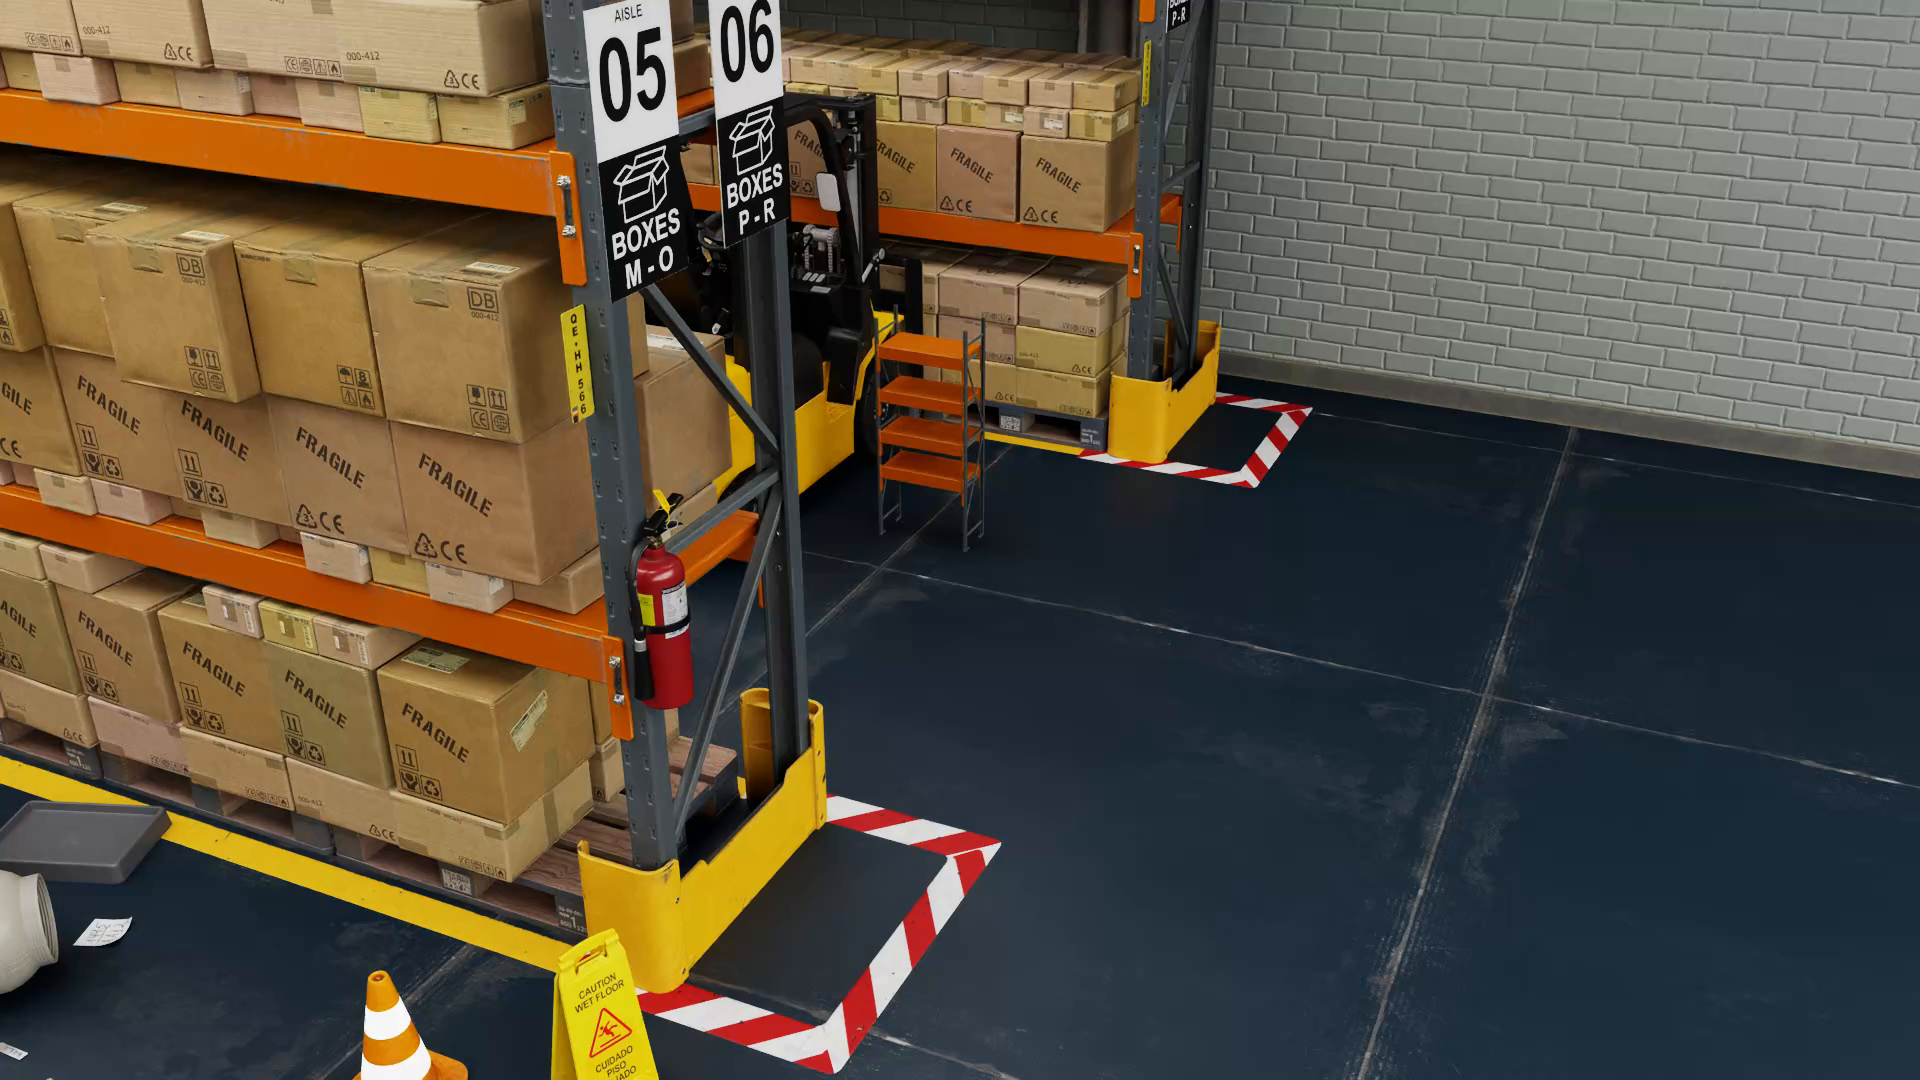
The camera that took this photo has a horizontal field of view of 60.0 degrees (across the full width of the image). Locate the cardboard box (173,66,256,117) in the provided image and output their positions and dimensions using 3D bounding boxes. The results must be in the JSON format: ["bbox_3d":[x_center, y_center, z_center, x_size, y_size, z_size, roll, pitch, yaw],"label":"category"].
[{"bbox_3d":[-2.187,-1.433,5.152,0.250,0.149,0.380,11,28,21],"label":"cardboard box"}]

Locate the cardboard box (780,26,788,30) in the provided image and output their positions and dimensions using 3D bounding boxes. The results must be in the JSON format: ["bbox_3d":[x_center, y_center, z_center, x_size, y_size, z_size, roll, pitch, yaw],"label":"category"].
[{"bbox_3d":[-1.292,-3.187,10.642,0.250,0.149,0.380,11,28,21],"label":"cardboard box"}]

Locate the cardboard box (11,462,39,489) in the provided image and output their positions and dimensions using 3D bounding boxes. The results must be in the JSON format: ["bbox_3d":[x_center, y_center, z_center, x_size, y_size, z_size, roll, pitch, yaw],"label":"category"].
[{"bbox_3d":[-3.344,-0.328,6.304,0.250,0.149,0.380,11,28,22],"label":"cardboard box"}]

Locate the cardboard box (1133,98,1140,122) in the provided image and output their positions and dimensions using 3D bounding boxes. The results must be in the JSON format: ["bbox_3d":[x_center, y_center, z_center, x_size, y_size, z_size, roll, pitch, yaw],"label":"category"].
[{"bbox_3d":[1.021,-2.551,9.688,0.250,0.149,0.380,11,28,21],"label":"cardboard box"}]

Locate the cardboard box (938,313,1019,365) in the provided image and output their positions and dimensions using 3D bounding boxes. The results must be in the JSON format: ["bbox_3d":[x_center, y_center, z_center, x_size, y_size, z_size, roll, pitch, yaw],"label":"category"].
[{"bbox_3d":[0.198,-1.287,10.041,0.500,0.250,0.500,11,28,21],"label":"cardboard box"}]

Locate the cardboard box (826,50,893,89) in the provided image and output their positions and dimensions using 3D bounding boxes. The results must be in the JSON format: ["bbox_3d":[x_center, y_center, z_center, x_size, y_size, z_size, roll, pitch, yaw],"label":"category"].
[{"bbox_3d":[-0.590,-2.777,9.811,0.250,0.149,0.380,12,29,23],"label":"cardboard box"}]

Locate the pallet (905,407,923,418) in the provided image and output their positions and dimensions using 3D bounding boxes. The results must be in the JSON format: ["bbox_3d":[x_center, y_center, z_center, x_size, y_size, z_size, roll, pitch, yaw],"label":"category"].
[{"bbox_3d":[-0.598,-1.145,10.836,1.213,0.211,1.003,11,28,22],"label":"pallet"}]

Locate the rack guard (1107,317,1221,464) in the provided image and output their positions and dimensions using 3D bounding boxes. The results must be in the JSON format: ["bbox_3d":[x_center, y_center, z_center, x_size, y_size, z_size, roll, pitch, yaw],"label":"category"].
[{"bbox_3d":[1.244,-0.923,10.059,0.348,0.500,1.175,11,28,22],"label":"rack guard"}]

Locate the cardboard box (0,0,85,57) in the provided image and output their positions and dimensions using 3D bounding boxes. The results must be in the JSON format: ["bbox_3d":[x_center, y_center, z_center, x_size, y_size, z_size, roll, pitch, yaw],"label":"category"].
[{"bbox_3d":[-2.799,-1.726,5.298,0.500,0.250,0.500,12,29,22],"label":"cardboard box"}]

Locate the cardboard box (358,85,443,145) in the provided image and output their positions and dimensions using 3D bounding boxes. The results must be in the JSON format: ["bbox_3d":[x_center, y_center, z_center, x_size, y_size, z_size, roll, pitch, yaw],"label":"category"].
[{"bbox_3d":[-1.510,-1.271,4.823,0.250,0.149,0.380,12,28,22],"label":"cardboard box"}]

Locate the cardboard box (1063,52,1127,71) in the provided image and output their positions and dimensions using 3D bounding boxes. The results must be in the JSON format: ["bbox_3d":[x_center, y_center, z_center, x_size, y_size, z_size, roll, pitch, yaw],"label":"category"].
[{"bbox_3d":[0.789,-2.739,9.734,0.250,0.149,0.380,12,29,24],"label":"cardboard box"}]

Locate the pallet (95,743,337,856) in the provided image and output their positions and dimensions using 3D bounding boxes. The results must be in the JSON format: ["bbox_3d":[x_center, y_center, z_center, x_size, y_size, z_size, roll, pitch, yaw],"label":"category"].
[{"bbox_3d":[-2.730,0.798,6.890,1.213,0.211,1.003,11,28,22],"label":"pallet"}]

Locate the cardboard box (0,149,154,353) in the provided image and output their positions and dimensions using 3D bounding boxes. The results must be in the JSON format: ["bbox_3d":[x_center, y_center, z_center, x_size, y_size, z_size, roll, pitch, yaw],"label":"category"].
[{"bbox_3d":[-3.258,-1.038,5.881,0.500,0.500,0.700,11,28,21],"label":"cardboard box"}]

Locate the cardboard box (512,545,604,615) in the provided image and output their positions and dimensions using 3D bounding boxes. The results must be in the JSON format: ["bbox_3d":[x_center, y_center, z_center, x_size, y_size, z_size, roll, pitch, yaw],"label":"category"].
[{"bbox_3d":[-1.258,0.078,5.480,0.250,0.149,0.380,12,29,24],"label":"cardboard box"}]

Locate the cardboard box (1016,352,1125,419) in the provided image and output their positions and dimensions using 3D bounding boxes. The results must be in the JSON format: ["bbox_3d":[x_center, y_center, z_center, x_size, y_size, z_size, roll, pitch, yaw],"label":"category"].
[{"bbox_3d":[0.664,-0.963,9.947,0.500,0.250,0.500,12,28,22],"label":"cardboard box"}]

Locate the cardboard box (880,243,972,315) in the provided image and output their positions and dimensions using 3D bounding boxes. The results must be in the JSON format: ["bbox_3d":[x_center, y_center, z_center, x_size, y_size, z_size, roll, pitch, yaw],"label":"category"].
[{"bbox_3d":[-0.257,-1.590,10.090,0.500,0.250,0.500,12,29,22],"label":"cardboard box"}]

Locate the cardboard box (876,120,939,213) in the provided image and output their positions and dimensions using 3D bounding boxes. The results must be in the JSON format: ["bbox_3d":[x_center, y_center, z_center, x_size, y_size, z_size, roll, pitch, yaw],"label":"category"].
[{"bbox_3d":[-0.270,-2.270,9.852,0.500,0.500,0.500,11,28,21],"label":"cardboard box"}]

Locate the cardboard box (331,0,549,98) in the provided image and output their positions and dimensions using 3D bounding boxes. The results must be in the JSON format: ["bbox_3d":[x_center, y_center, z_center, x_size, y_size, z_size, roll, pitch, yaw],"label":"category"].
[{"bbox_3d":[-1.406,-1.450,4.736,0.500,0.250,0.500,11,28,21],"label":"cardboard box"}]

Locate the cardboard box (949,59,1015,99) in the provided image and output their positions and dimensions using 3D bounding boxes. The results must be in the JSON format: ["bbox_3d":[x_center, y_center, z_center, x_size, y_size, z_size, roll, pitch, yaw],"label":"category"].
[{"bbox_3d":[0.126,-2.644,9.540,0.250,0.149,0.380,12,28,22],"label":"cardboard box"}]

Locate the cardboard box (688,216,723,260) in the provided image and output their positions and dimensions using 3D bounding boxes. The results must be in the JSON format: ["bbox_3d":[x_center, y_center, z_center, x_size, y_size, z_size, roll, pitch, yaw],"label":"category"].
[{"bbox_3d":[-1.647,-1.872,10.661,0.500,0.250,0.500,11,28,22],"label":"cardboard box"}]

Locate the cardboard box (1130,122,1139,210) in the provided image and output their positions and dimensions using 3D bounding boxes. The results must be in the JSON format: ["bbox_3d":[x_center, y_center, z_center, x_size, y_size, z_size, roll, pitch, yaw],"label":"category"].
[{"bbox_3d":[0.886,-2.296,9.905,0.500,0.500,0.500,12,29,23],"label":"cardboard box"}]

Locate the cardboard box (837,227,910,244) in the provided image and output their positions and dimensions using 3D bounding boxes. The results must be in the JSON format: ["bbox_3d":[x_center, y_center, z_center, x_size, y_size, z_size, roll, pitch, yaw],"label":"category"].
[{"bbox_3d":[-0.508,-1.899,10.716,0.500,0.250,0.500,11,28,21],"label":"cardboard box"}]

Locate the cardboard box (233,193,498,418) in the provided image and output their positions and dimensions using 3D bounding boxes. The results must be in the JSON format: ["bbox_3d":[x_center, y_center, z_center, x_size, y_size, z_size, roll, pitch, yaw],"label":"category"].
[{"bbox_3d":[-1.842,-0.781,5.358,0.500,0.500,0.700,12,29,22],"label":"cardboard box"}]

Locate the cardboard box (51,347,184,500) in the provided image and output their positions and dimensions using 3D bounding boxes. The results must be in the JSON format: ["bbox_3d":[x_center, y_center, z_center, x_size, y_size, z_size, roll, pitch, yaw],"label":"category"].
[{"bbox_3d":[-2.799,-0.506,5.932,0.500,0.500,0.500,12,29,22],"label":"cardboard box"}]

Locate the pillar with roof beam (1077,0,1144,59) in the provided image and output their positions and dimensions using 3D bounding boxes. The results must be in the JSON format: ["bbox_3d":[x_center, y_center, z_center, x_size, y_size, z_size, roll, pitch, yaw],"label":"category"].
[{"bbox_3d":[-0.821,-3.499,5.670,0.400,9.000,9.100,11,28,22],"label":"pillar with roof beam"}]

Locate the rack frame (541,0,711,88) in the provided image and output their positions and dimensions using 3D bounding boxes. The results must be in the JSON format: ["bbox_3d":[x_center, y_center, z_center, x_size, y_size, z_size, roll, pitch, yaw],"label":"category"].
[{"bbox_3d":[-0.829,-2.744,4.136,0.127,3.000,1.000,11,28,22],"label":"rack frame"}]

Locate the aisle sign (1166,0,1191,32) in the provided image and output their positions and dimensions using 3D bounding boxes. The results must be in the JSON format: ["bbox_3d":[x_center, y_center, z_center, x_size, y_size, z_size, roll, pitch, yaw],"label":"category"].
[{"bbox_3d":[1.160,-3.085,8.677,0.004,0.787,0.394,11,28,22],"label":"aisle sign"}]

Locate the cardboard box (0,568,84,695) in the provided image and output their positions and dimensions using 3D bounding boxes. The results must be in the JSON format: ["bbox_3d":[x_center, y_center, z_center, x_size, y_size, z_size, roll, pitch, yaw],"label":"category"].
[{"bbox_3d":[-3.553,0.234,6.666,0.500,0.500,0.500,13,29,24],"label":"cardboard box"}]

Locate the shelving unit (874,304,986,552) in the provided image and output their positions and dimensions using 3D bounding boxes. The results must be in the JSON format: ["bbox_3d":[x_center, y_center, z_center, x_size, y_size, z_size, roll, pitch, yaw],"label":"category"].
[{"bbox_3d":[-0.151,-0.569,8.546,0.503,1.200,0.258,11,28,22],"label":"shelving unit"}]

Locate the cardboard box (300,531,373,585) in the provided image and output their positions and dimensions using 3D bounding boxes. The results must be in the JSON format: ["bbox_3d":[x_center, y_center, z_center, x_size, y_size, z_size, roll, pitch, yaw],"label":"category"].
[{"bbox_3d":[-2.006,-0.014,5.668,0.250,0.149,0.380,12,29,23],"label":"cardboard box"}]

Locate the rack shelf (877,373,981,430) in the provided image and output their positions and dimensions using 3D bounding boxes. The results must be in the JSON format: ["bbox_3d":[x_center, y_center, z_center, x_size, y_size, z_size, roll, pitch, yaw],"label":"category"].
[{"bbox_3d":[-0.151,-0.709,8.477,0.480,0.148,0.258,11,28,22],"label":"rack shelf"}]

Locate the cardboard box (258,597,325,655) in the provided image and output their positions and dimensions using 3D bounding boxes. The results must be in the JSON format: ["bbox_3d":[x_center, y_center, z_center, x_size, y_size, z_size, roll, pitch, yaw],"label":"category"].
[{"bbox_3d":[-2.256,0.236,5.928,0.250,0.149,0.380,12,29,23],"label":"cardboard box"}]

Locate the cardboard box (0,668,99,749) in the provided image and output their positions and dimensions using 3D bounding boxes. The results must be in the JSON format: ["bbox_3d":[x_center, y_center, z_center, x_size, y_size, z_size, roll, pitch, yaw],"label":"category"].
[{"bbox_3d":[-3.554,0.571,6.832,0.500,0.250,0.500,13,29,25],"label":"cardboard box"}]

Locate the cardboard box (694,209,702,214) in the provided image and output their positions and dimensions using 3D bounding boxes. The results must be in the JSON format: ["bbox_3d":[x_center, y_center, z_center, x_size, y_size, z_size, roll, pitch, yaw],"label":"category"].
[{"bbox_3d":[-1.891,-2.172,11.270,0.500,0.250,0.500,12,29,23],"label":"cardboard box"}]

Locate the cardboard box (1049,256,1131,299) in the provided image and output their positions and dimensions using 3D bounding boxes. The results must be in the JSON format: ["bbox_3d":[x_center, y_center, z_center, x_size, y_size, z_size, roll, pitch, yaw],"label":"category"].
[{"bbox_3d":[0.863,-1.616,10.143,0.500,0.250,0.500,11,28,21],"label":"cardboard box"}]

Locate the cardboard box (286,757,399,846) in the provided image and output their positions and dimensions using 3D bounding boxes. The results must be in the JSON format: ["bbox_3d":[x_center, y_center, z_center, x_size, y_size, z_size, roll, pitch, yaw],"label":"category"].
[{"bbox_3d":[-2.145,0.855,6.255,0.500,0.250,0.500,11,28,22],"label":"cardboard box"}]

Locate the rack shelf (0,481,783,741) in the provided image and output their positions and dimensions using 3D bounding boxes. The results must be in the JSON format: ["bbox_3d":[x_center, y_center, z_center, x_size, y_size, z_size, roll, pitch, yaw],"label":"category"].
[{"bbox_3d":[-2.650,-0.095,6.362,4.000,0.370,1.077,11,28,22],"label":"rack shelf"}]

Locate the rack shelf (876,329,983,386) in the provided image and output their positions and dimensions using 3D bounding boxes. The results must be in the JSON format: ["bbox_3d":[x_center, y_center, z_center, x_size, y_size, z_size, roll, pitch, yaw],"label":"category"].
[{"bbox_3d":[-0.151,-0.921,8.373,0.480,0.148,0.258,11,28,22],"label":"rack shelf"}]

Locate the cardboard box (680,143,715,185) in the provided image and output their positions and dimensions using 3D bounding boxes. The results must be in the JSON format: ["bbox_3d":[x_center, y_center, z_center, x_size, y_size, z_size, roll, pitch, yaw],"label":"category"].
[{"bbox_3d":[-1.642,-2.551,10.421,0.500,0.500,0.500,12,29,23],"label":"cardboard box"}]

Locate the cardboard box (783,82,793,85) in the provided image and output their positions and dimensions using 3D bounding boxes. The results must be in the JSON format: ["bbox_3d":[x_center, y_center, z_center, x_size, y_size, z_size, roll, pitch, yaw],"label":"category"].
[{"bbox_3d":[-1.084,-2.707,10.004,0.250,0.149,0.380,10,28,20],"label":"cardboard box"}]

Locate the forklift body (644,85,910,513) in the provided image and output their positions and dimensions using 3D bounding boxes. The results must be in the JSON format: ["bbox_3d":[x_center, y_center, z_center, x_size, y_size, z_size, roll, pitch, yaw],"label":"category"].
[{"bbox_3d":[-1.259,-1.281,8.918,1.214,2.155,2.313,11,28,22],"label":"forklift body"}]

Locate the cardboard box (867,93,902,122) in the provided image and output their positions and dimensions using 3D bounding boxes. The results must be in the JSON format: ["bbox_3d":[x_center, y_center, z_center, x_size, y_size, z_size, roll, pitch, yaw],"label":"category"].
[{"bbox_3d":[-0.387,-2.560,9.707,0.250,0.149,0.380,12,28,22],"label":"cardboard box"}]

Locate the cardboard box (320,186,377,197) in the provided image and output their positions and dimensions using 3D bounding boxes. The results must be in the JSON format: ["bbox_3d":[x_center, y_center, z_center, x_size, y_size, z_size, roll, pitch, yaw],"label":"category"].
[{"bbox_3d":[-4.287,-2.276,12.190,0.625,0.625,0.875,10,28,20],"label":"cardboard box"}]

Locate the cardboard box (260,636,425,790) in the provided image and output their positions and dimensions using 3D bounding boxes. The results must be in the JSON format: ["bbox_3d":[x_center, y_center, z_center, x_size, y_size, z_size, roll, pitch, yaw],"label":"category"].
[{"bbox_3d":[-2.143,0.521,6.085,0.500,0.500,0.500,12,29,24],"label":"cardboard box"}]

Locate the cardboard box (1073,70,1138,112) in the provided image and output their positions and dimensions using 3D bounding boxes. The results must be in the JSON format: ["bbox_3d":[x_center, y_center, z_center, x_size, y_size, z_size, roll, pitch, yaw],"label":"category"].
[{"bbox_3d":[0.809,-2.499,9.246,0.250,0.149,0.380,11,28,22],"label":"cardboard box"}]

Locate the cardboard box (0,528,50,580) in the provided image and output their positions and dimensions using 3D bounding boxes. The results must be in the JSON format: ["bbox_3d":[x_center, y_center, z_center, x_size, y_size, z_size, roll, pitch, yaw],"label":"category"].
[{"bbox_3d":[-3.487,-0.010,6.428,0.250,0.149,0.380,13,29,24],"label":"cardboard box"}]

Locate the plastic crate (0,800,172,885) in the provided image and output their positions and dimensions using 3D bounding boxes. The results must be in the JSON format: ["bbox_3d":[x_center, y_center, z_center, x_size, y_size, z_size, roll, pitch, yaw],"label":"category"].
[{"bbox_3d":[-3.381,1.143,6.338,0.583,0.080,0.402,2,26,4],"label":"plastic crate"}]

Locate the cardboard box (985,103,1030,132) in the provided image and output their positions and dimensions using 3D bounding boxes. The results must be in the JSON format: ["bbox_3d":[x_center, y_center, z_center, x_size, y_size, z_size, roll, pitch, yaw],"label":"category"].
[{"bbox_3d":[0.335,-2.443,9.468,0.250,0.149,0.380,12,29,23],"label":"cardboard box"}]

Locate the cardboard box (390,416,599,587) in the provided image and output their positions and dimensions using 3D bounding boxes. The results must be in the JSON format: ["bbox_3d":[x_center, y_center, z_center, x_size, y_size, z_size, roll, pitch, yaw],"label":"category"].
[{"bbox_3d":[-1.437,-0.219,5.350,0.500,0.500,0.500,11,28,21],"label":"cardboard box"}]

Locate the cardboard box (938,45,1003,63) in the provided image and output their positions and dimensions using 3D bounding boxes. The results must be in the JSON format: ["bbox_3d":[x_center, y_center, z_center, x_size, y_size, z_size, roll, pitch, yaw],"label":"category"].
[{"bbox_3d":[0.065,-2.859,9.977,0.250,0.149,0.380,12,29,23],"label":"cardboard box"}]

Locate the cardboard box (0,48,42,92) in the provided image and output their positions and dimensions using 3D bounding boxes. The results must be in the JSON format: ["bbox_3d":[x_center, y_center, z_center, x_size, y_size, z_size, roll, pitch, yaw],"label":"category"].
[{"bbox_3d":[-2.882,-1.579,5.449,0.250,0.149,0.380,12,28,22],"label":"cardboard box"}]

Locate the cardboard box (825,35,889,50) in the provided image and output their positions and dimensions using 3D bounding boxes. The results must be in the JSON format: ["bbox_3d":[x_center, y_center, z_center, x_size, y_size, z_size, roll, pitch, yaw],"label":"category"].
[{"bbox_3d":[-0.633,-3.007,10.277,0.250,0.149,0.380,12,29,23],"label":"cardboard box"}]

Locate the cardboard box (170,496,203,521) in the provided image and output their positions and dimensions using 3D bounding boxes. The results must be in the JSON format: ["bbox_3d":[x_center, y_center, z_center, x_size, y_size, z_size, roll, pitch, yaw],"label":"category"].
[{"bbox_3d":[-2.641,-0.210,6.064,0.250,0.149,0.380,11,28,22],"label":"cardboard box"}]

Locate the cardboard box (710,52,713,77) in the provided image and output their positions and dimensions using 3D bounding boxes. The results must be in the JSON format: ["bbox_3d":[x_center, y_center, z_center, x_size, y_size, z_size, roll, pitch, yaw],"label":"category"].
[{"bbox_3d":[-1.301,-2.893,10.045,0.250,0.149,0.380,11,28,21],"label":"cardboard box"}]
